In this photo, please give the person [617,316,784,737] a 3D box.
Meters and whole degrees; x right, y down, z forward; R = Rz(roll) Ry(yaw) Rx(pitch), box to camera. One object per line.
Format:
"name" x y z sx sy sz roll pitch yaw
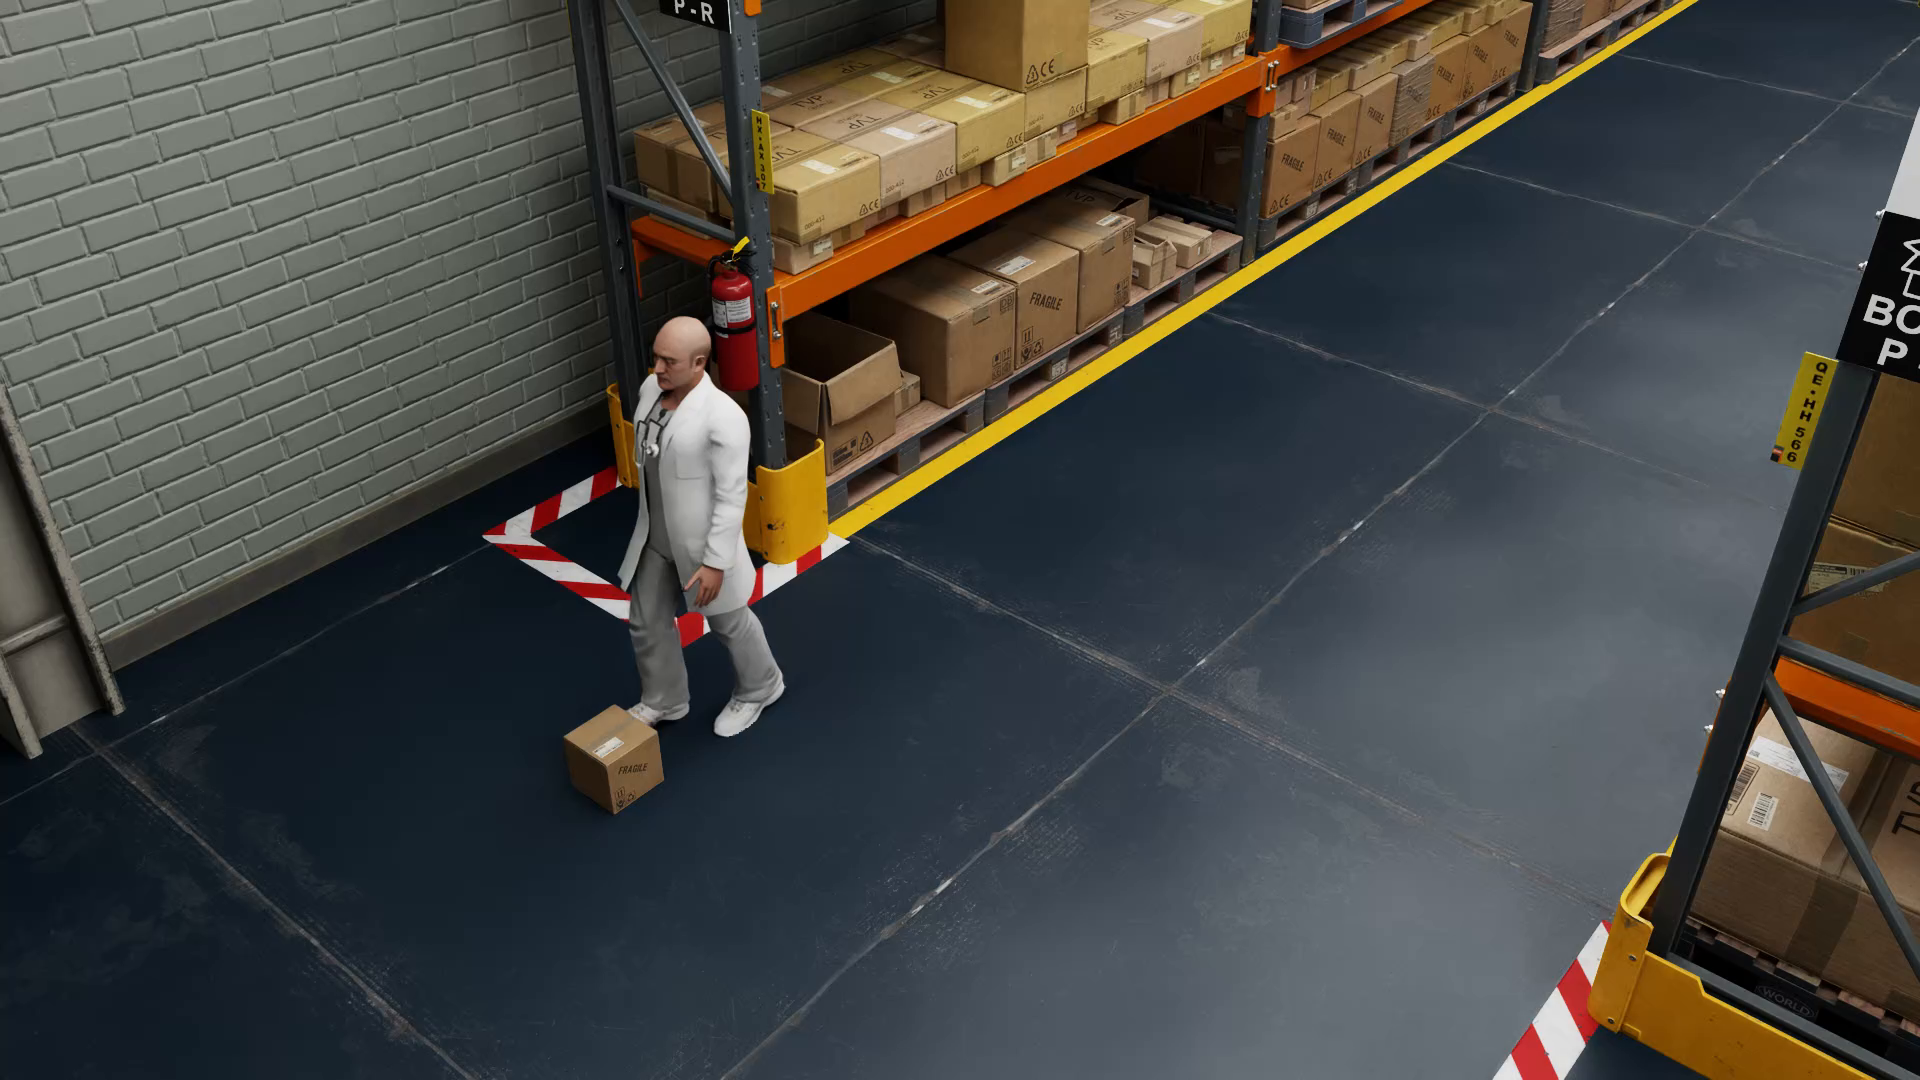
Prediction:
"person" -1.015 0.012 6.165 0.569 1.778 0.688 26 42 32
